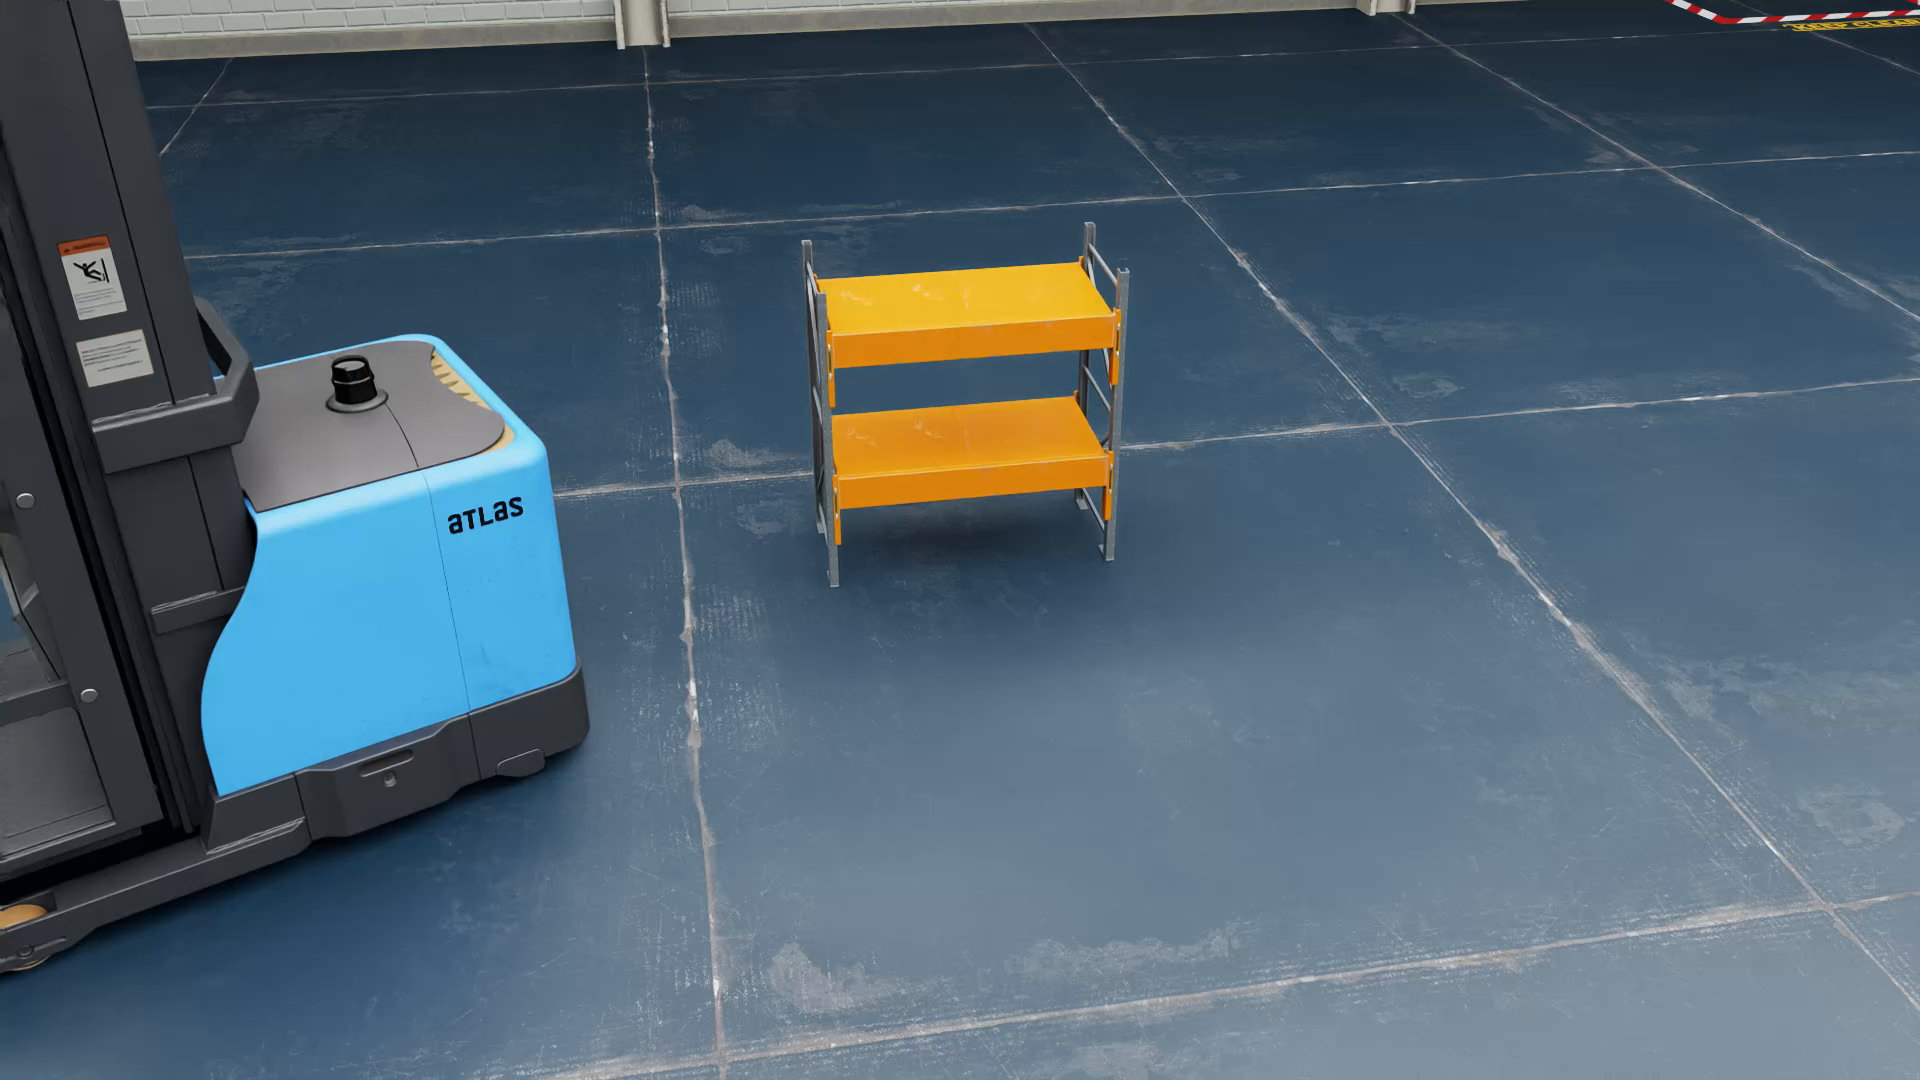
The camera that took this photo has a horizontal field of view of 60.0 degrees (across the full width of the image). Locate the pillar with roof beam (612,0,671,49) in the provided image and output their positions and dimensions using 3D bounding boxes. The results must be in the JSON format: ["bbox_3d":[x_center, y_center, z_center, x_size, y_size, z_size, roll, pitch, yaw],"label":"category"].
[{"bbox_3d":[-1.642,-5.533,6.782,0.400,9.000,9.100,-5,31,-9],"label":"pillar with roof beam"}]

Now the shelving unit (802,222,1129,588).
[{"bbox_3d":[0.007,-0.486,5.966,1.048,1.125,0.538,-5,31,-9],"label":"shelving unit"}]

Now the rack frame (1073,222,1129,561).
[{"bbox_3d":[0.507,-0.532,6.045,0.032,1.125,0.500,-5,31,-9],"label":"rack frame"}]

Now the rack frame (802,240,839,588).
[{"bbox_3d":[-0.493,-0.439,5.887,0.032,1.125,0.500,-5,31,-9],"label":"rack frame"}]

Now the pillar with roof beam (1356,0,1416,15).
[{"bbox_3d":[4.259,-6.081,7.714,0.400,9.000,9.100,-5,31,-9],"label":"pillar with roof beam"}]

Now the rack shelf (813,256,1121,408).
[{"bbox_3d":[0.007,-0.738,5.818,1.000,0.278,0.538,-5,31,-9],"label":"rack shelf"}]

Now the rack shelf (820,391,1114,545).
[{"bbox_3d":[0.007,-0.275,6.090,1.000,0.278,0.538,-5,31,-9],"label":"rack shelf"}]

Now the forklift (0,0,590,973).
[{"bbox_3d":[-2.649,-0.394,4.028,3.031,2.935,1.130,-19,35,-29],"label":"forklift"}]
